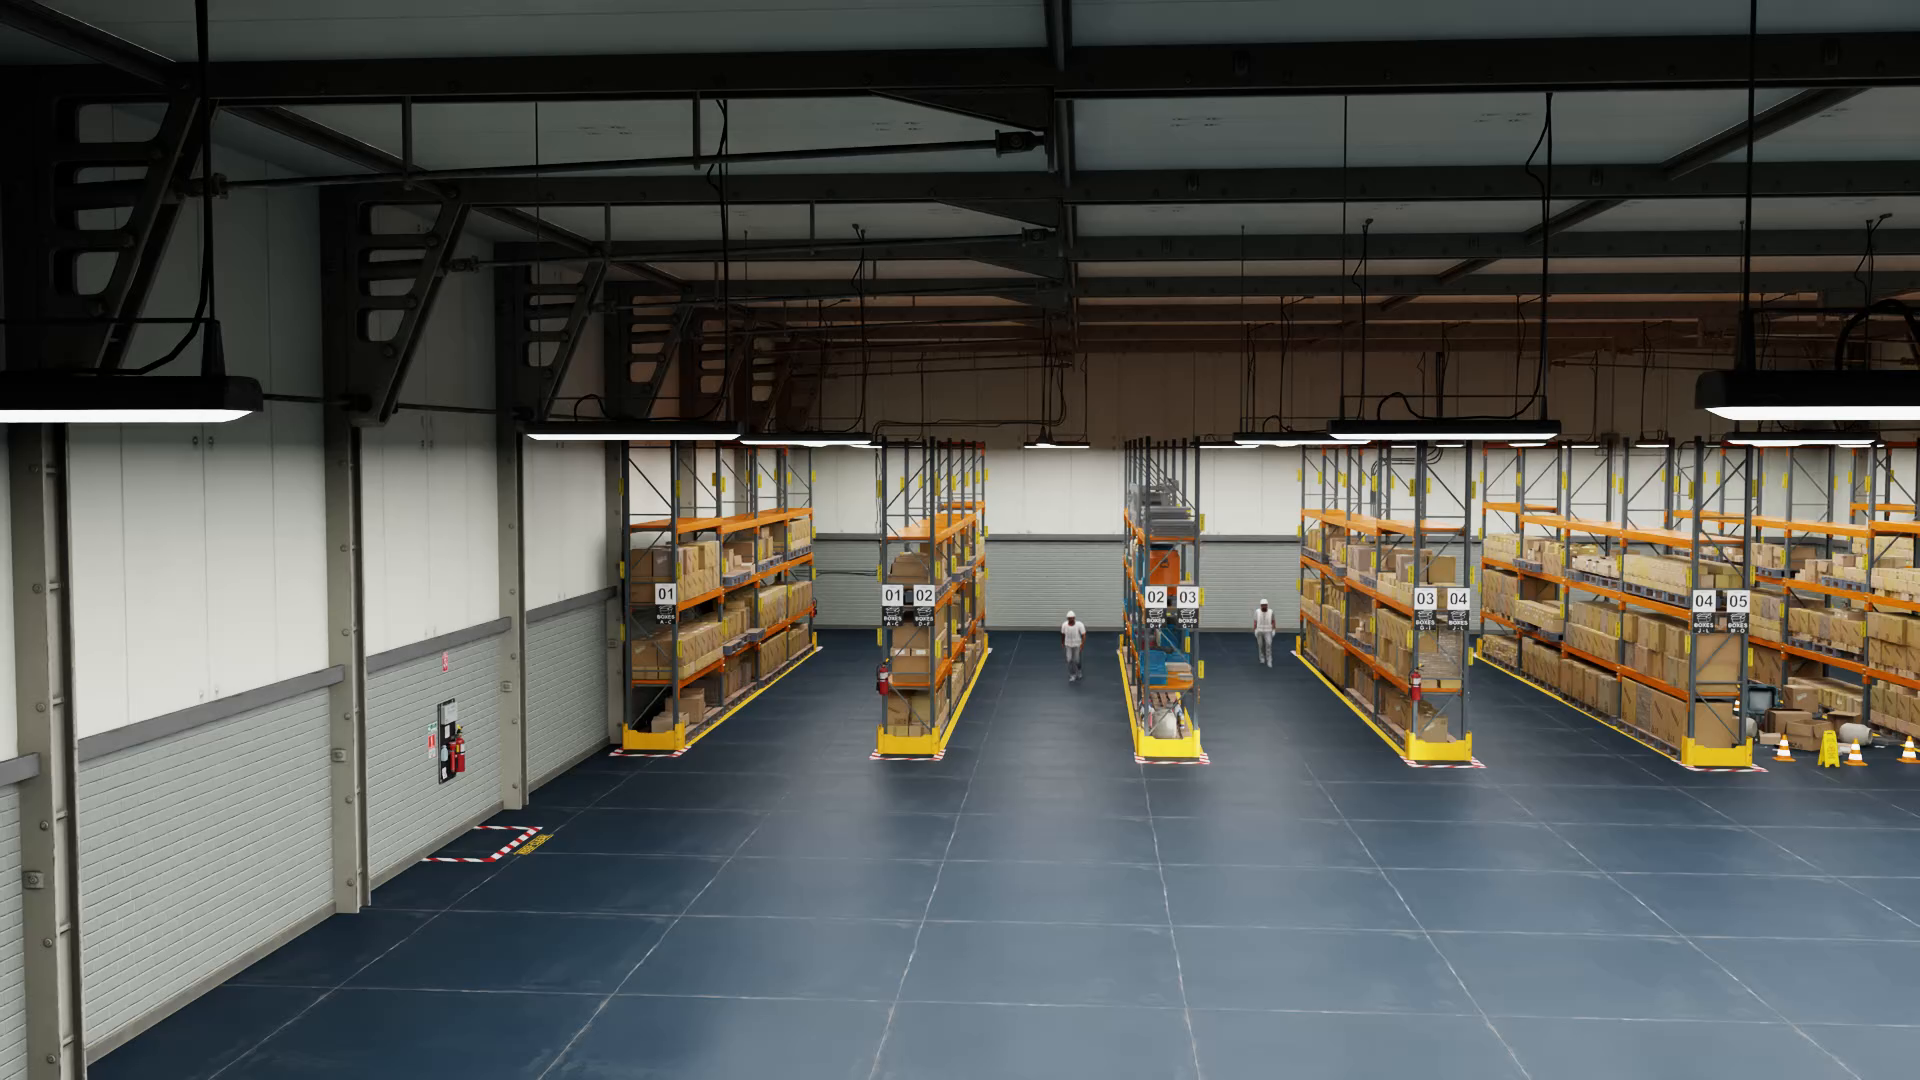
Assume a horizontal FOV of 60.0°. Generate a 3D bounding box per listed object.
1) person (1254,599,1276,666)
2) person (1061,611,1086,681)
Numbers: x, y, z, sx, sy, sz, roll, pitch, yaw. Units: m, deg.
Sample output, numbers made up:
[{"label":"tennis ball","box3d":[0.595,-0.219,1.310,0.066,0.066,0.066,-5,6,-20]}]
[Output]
[{"label":"person","box3d":[8.123,2.447,44.409,0.570,1.743,0.902,1,3,15]},{"label":"person","box3d":[2.843,2.634,41.569,0.636,1.740,0.678,1,3,16]}]
